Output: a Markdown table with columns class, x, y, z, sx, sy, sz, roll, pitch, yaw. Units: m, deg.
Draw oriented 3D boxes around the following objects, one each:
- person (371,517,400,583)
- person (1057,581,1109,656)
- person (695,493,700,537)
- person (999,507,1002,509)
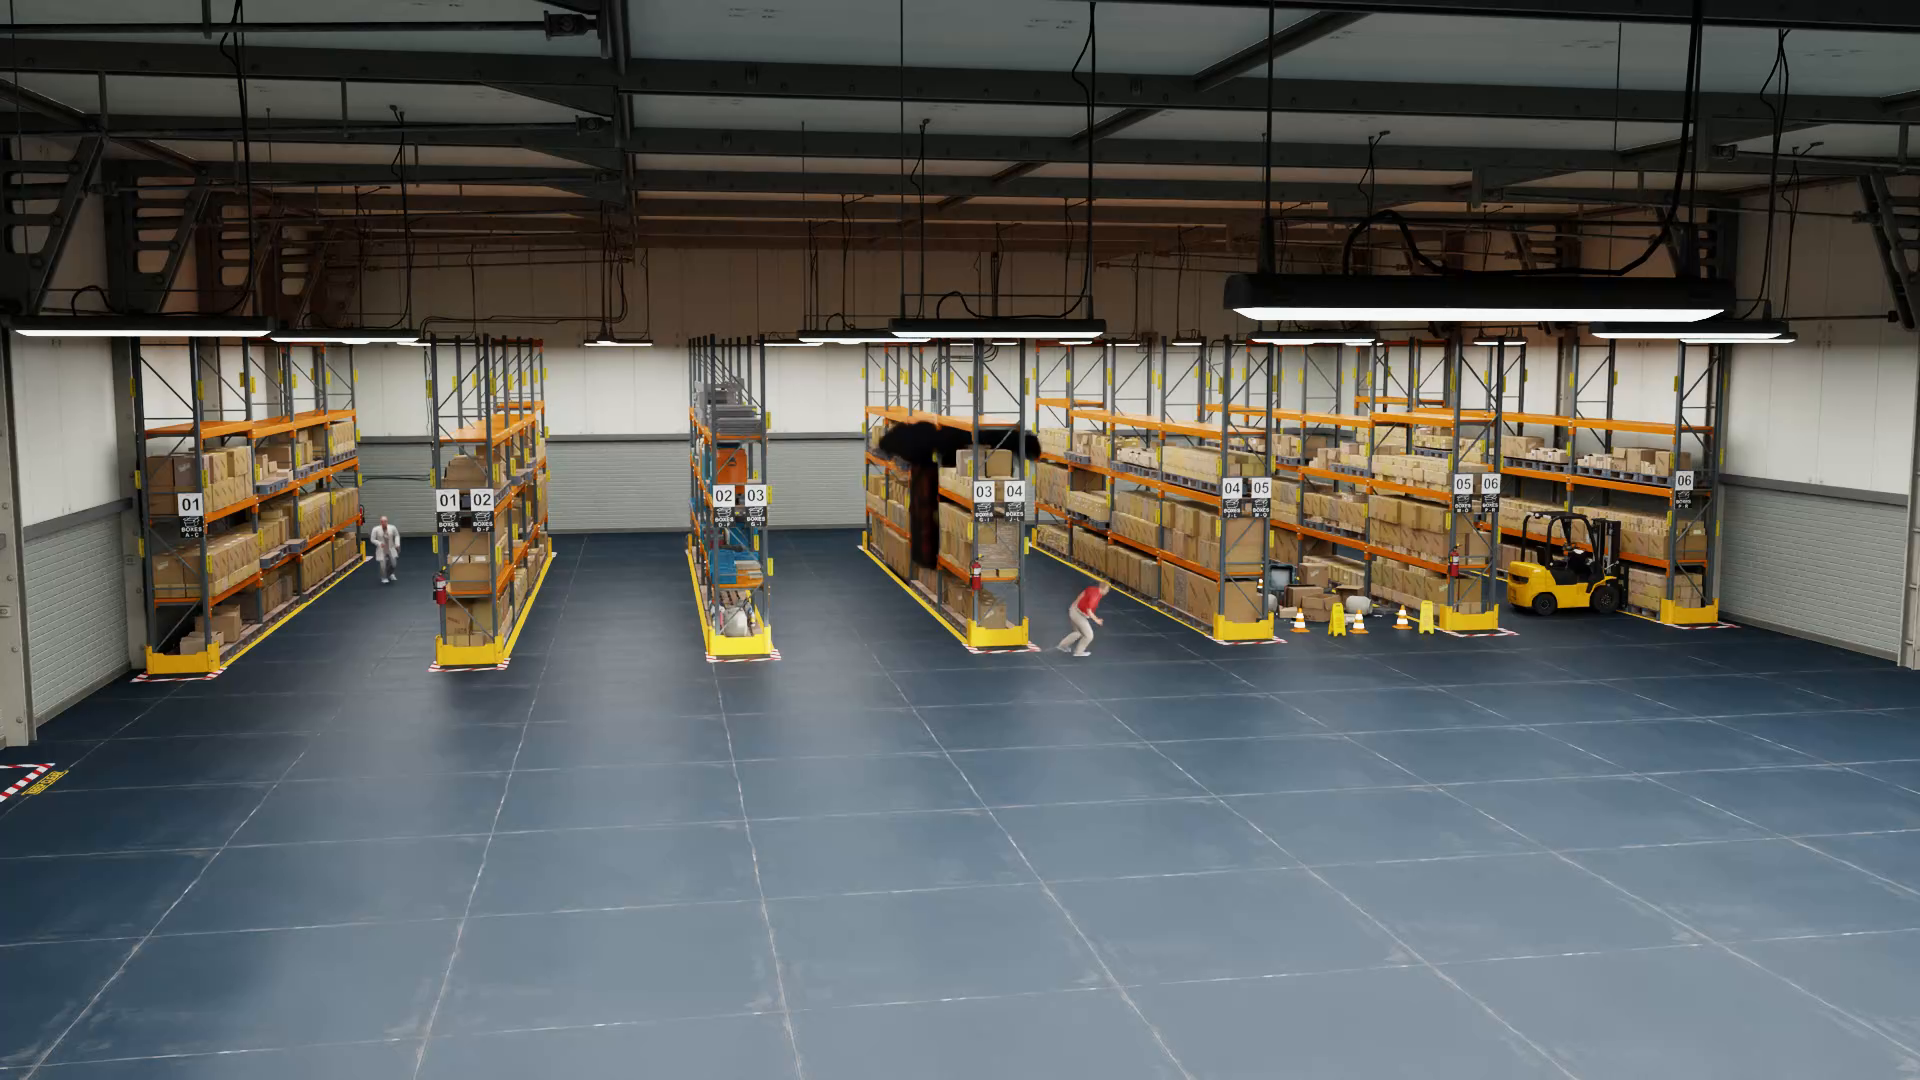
| class | x | y | z | sx | sy | sz | roll | pitch | yaw |
| --- | --- | --- | --- | --- | --- | --- | --- | --- | --- |
| person | -14.026 | 0.251 | 40.613 | 0.700 | 1.661 | 0.815 | -3 | 7 | -28 |
| person | 2.286 | 1.468 | 30.967 | 0.978 | 1.448 | 0.692 | 1 | 7 | 6 |
| person | -7.470 | -0.540 | 47.841 | 0.559 | 1.590 | 0.583 | 0 | 7 | -4 |
| person | 0.877 | -0.723 | 48.881 | 0.715 | 1.688 | 0.540 | 0 | 7 | -3 |
